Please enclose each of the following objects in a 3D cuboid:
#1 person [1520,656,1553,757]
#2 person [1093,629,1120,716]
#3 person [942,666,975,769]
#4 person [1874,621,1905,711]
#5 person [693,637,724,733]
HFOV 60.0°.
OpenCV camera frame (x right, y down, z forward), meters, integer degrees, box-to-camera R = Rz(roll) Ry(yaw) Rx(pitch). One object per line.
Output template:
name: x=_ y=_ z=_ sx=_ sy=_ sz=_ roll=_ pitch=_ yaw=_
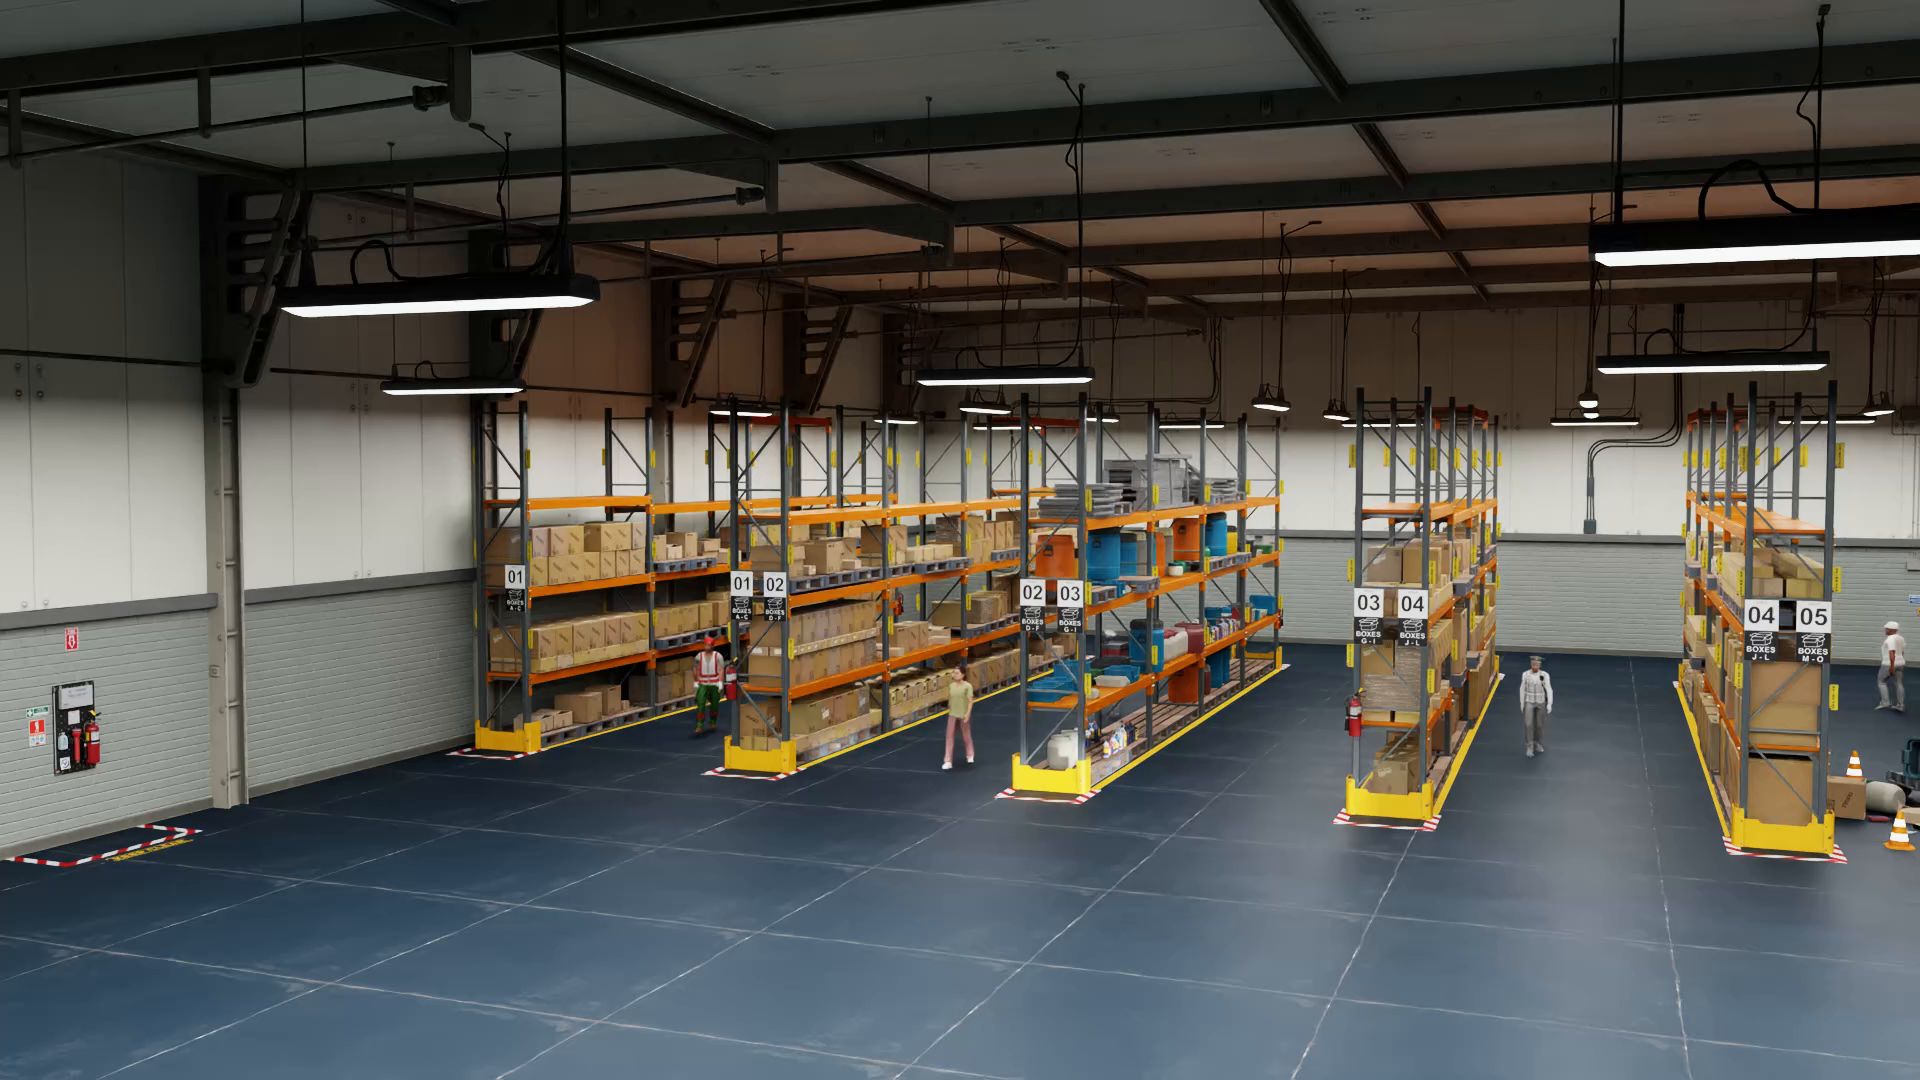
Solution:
person: x=9.776 y=2.809 z=28.213 sx=0.530 sy=1.693 sz=0.617 roll=1 pitch=3 yaw=20
person: x=2.929 y=2.589 z=32.434 sx=0.470 sy=1.686 sz=0.842 roll=-1 pitch=3 yaw=-19
person: x=-0.012 y=2.858 z=26.934 sx=0.473 sy=1.627 sz=0.958 roll=1 pitch=3 yaw=22
person: x=18.627 y=2.526 z=33.096 sx=0.539 sy=1.791 sz=0.565 roll=-1 pitch=3 yaw=-12
person: x=-4.576 y=2.629 z=30.267 sx=0.559 sy=1.731 sz=1.040 roll=0 pitch=3 yaw=-9
